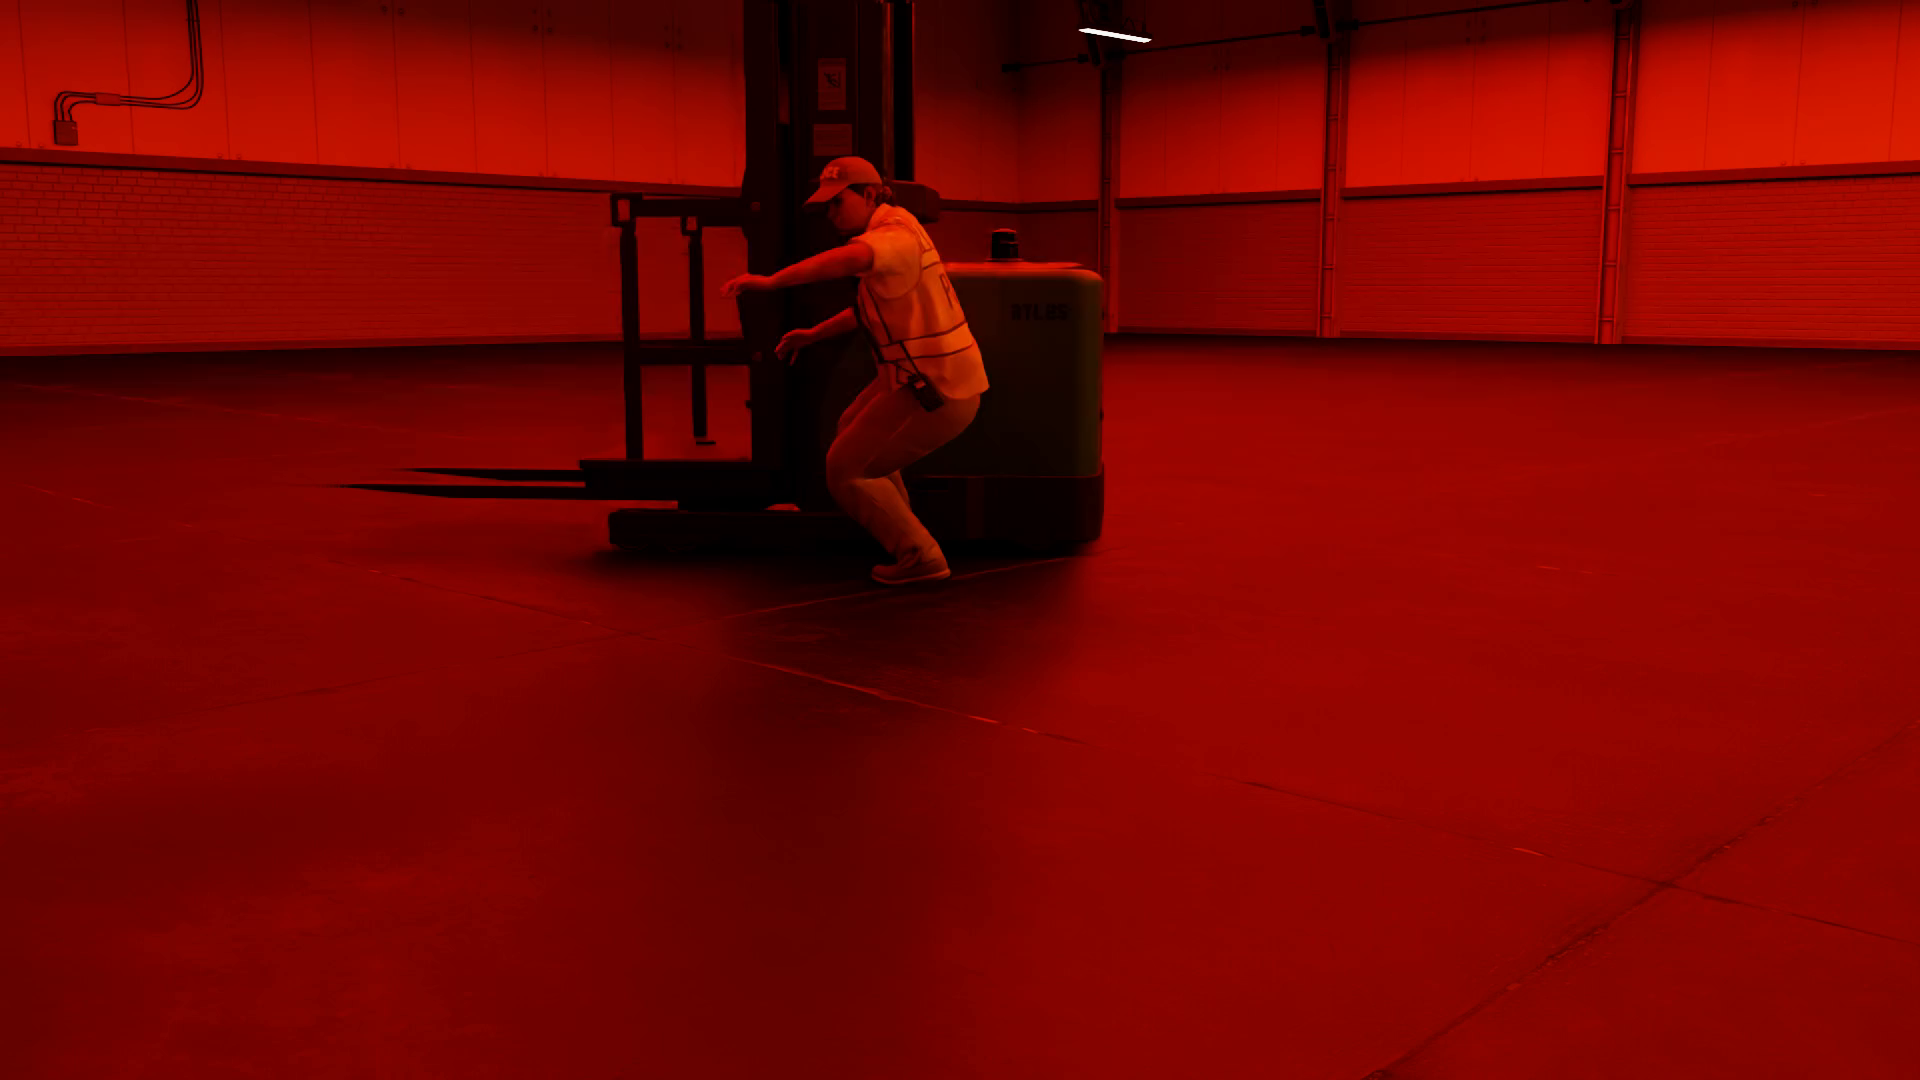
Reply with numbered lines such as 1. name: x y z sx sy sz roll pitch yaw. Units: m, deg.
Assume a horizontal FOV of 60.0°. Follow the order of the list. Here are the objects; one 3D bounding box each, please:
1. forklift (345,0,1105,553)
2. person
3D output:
1. forklift: -0.933 -1.475 6.670 3.031 2.935 1.130 1 9 6
2. person: -0.329 -0.556 5.620 0.833 1.423 1.358 0 9 -3
